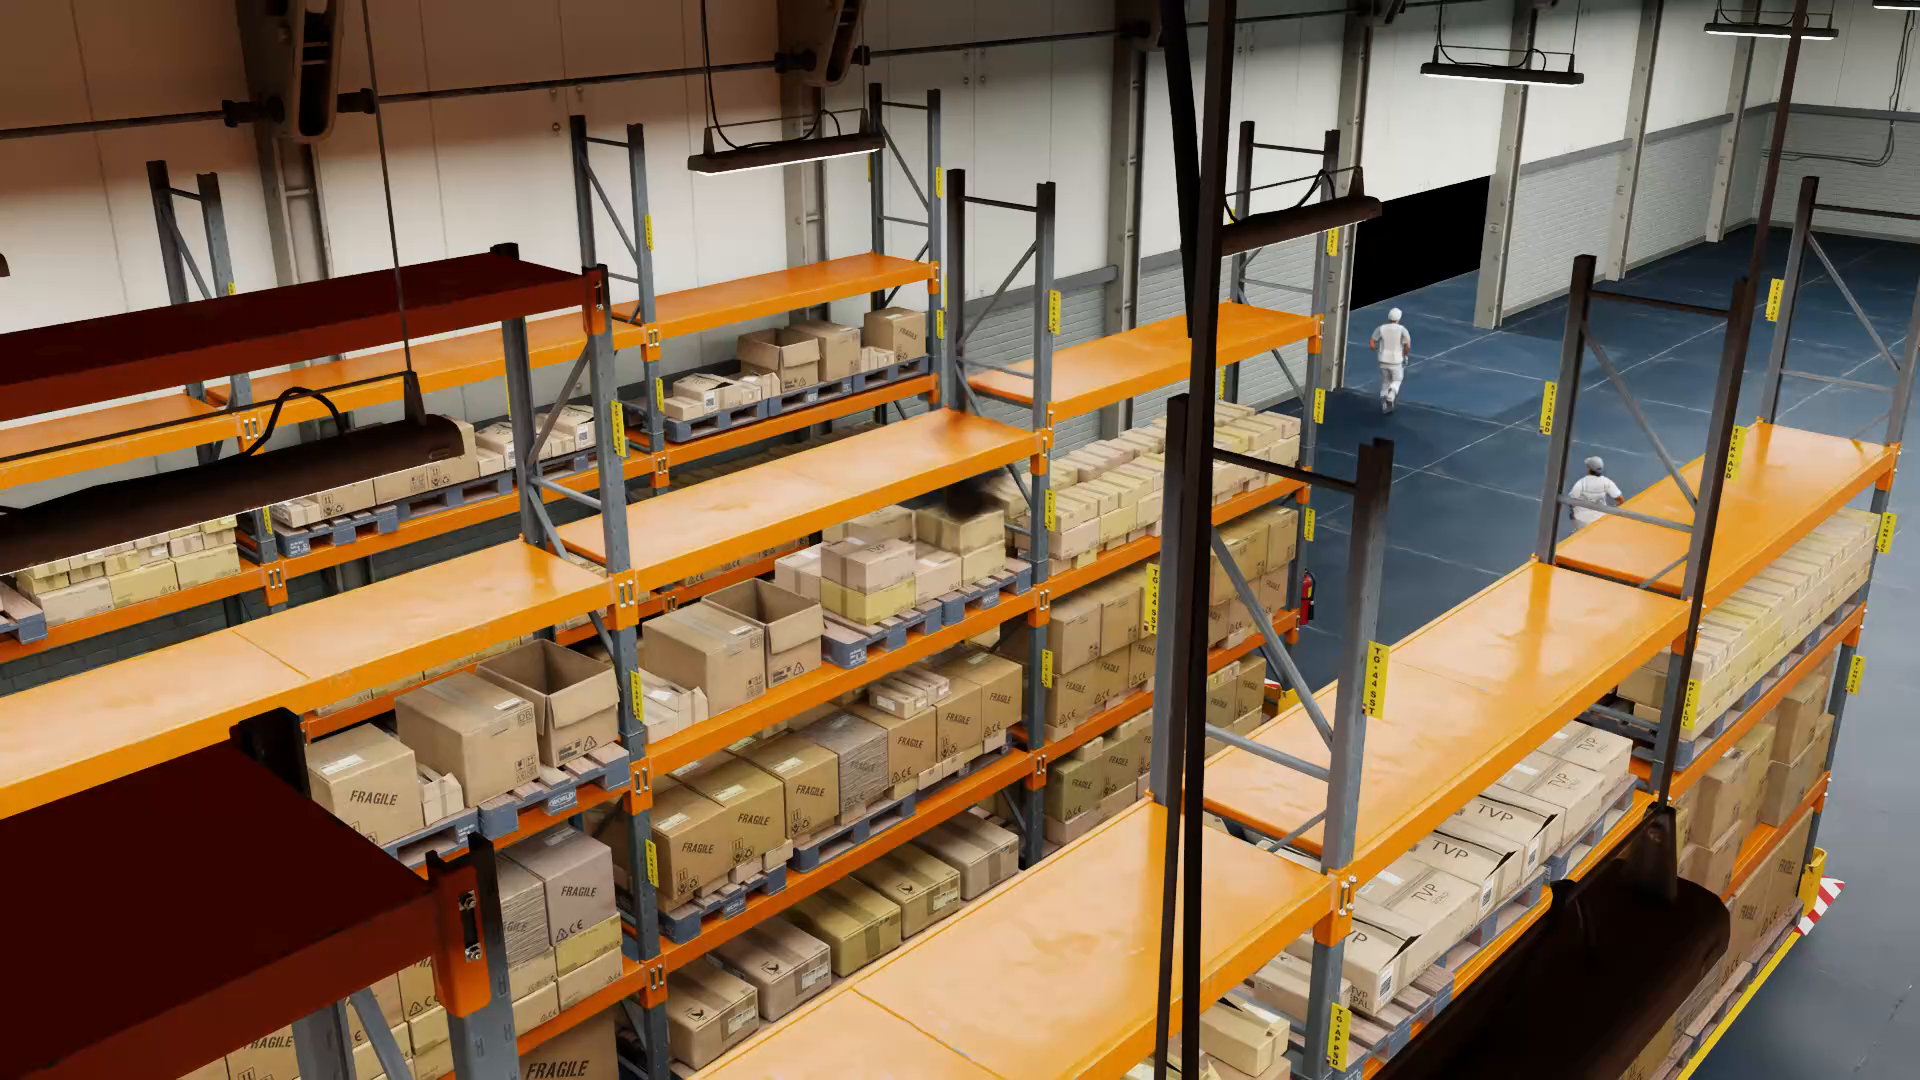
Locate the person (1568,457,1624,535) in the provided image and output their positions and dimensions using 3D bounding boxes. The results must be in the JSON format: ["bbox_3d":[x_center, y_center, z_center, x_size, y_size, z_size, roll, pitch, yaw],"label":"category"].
[{"bbox_3d":[7.649,-0.200,20.270,0.571,1.715,0.706,-4,22,-11],"label":"person"}]

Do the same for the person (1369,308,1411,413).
[{"bbox_3d":[6.992,-2.909,27.114,0.678,1.756,0.593,10,23,24],"label":"person"}]
